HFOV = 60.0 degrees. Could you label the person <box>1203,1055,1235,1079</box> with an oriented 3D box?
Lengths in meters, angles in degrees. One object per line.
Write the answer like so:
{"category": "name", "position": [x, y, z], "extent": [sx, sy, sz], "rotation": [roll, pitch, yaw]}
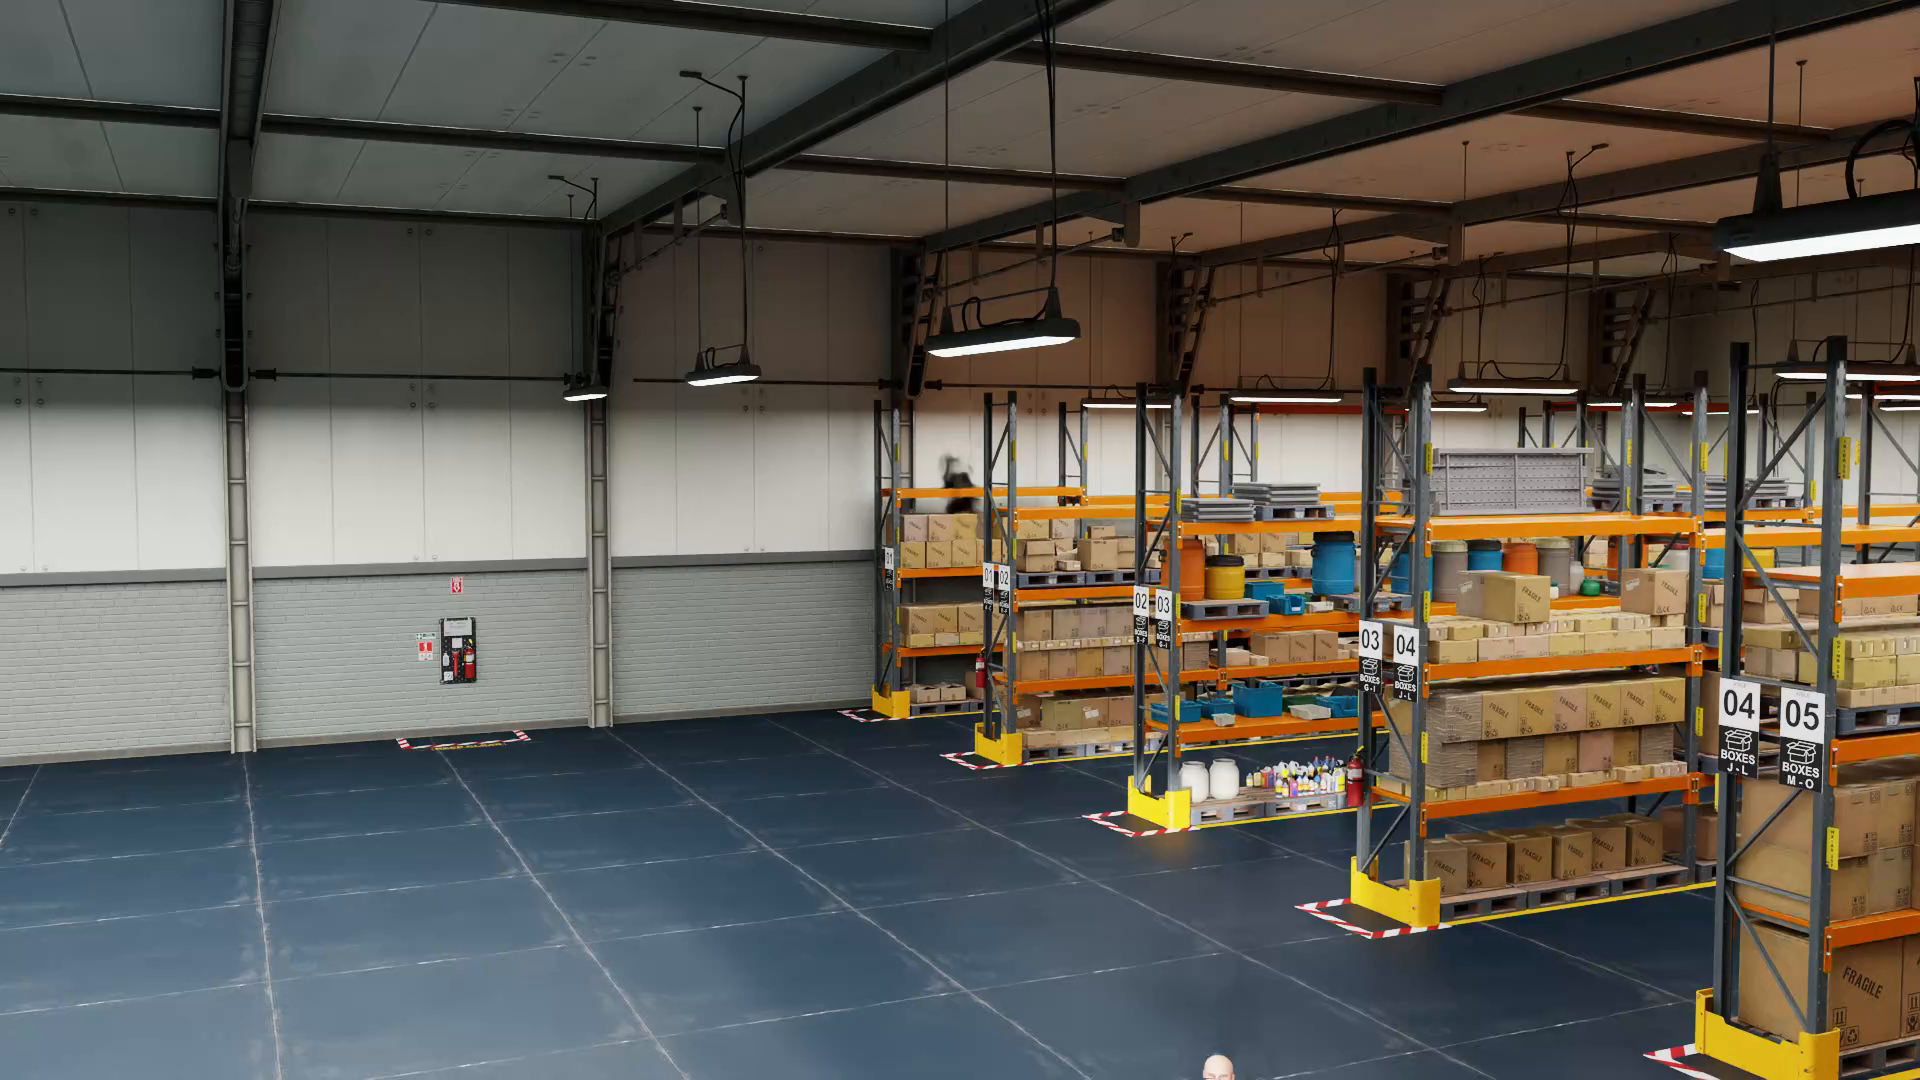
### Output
{"category": "person", "position": [1.459, 3.770, 9.443], "extent": [0.662, 1.719, 0.880], "rotation": [1, 3, 15]}
